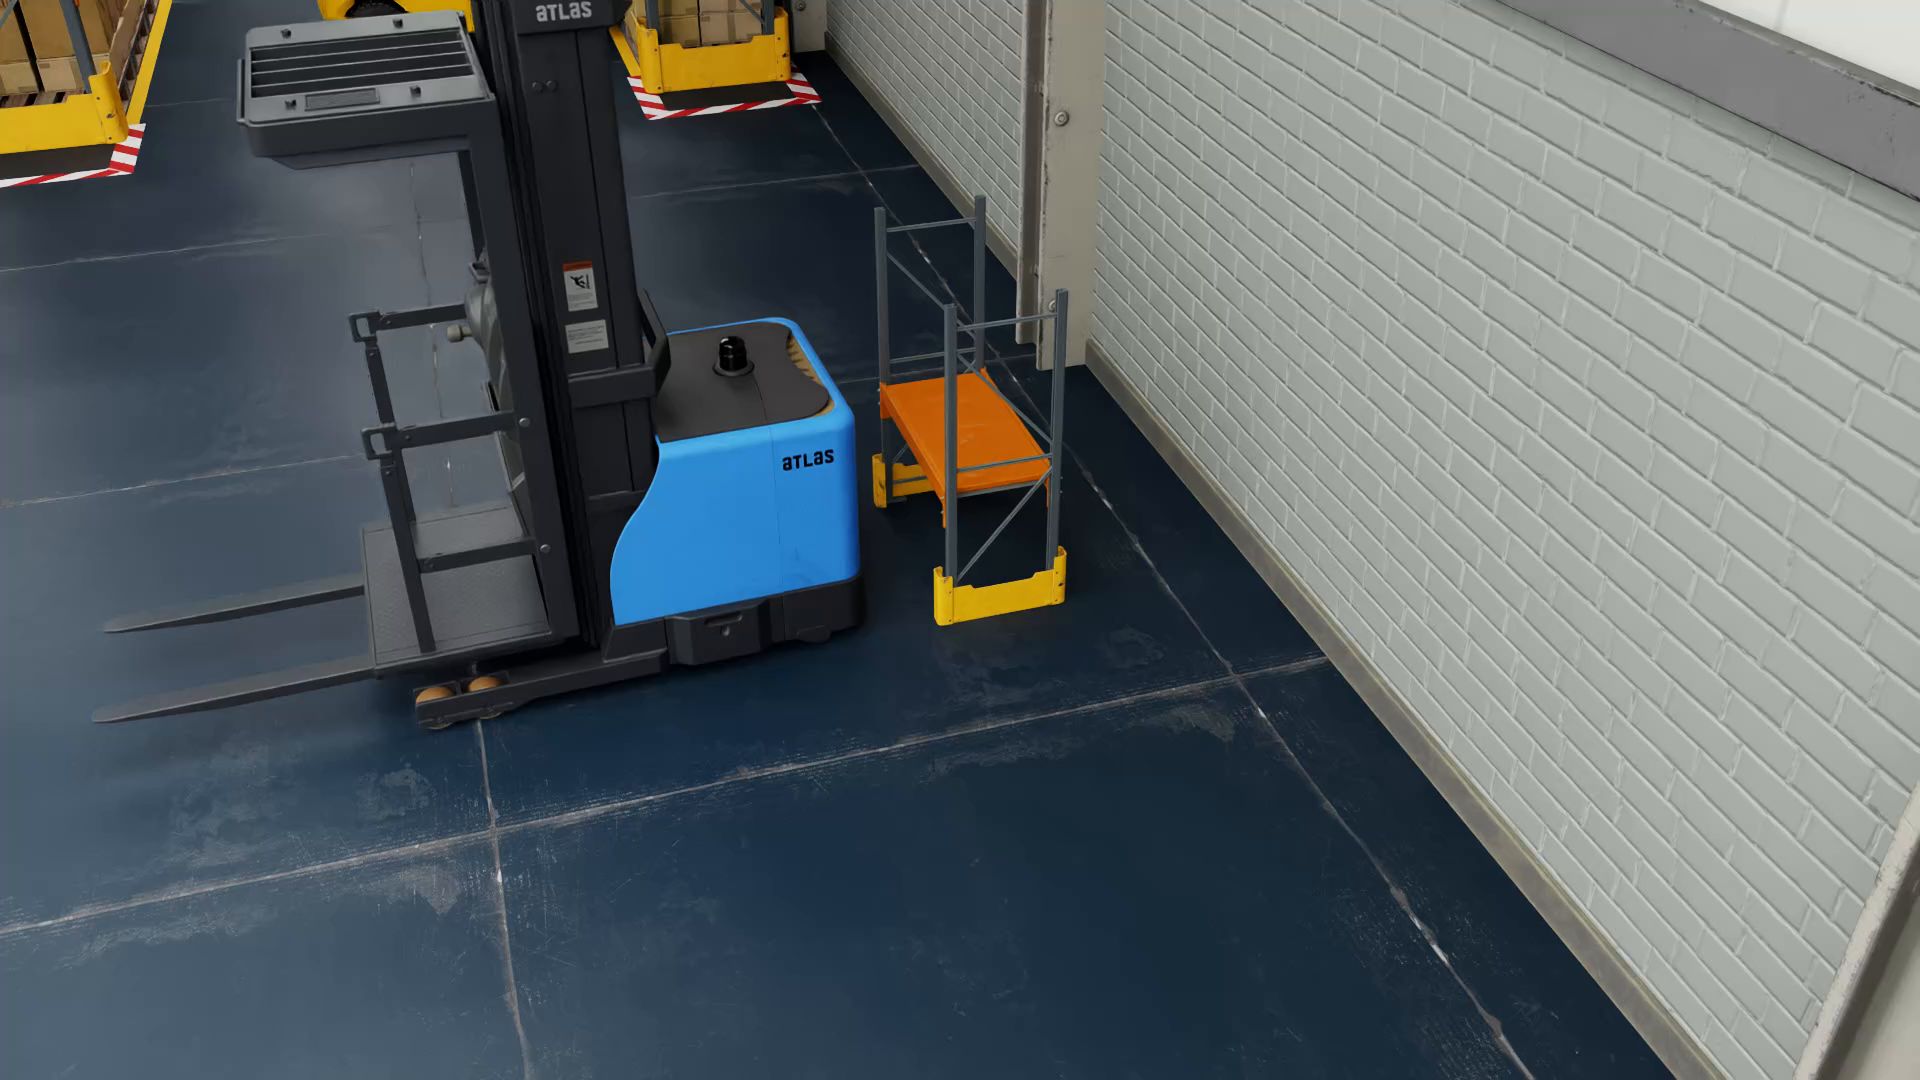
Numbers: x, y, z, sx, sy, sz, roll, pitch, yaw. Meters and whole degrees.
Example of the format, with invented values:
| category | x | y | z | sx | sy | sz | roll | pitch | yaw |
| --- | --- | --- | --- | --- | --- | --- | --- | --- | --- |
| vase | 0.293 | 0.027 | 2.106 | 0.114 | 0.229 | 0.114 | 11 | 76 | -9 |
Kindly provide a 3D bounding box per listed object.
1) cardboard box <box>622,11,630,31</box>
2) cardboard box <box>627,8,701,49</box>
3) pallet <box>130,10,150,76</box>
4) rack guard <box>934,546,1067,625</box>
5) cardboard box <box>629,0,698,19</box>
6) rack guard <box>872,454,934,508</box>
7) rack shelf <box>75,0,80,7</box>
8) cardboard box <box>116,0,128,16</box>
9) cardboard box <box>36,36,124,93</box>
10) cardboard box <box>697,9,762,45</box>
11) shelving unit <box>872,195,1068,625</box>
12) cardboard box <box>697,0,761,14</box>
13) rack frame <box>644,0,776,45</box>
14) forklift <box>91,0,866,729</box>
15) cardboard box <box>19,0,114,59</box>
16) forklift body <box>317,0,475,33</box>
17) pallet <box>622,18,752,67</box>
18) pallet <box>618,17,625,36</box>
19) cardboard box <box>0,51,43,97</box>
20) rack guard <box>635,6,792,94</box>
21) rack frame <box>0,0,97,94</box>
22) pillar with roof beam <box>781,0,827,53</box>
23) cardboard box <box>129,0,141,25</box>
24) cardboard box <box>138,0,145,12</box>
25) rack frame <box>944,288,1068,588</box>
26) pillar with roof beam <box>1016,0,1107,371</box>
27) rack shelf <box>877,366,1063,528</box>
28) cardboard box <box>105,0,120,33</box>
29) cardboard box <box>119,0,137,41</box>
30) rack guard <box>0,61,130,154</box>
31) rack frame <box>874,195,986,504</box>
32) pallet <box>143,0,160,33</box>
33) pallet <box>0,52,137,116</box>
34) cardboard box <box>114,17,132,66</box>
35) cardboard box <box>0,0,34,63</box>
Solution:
| category | x | y | z | sx | sy | sz | roll | pitch | yaw |
| --- | --- | --- | --- | --- | --- | --- | --- | --- | --- |
| cardboard box | -2.541 | -4.431 | 13.848 | 0.500 | 0.250 | 0.500 | -10 | 35 | -15 |
| cardboard box | -2.399 | -4.168 | 13.451 | 0.500 | 0.250 | 0.500 | -10 | 35 | -14 |
| pallet | -7.286 | -4.059 | 13.700 | 1.003 | 0.211 | 1.213 | -10 | 35 | -15 |
| rack guard | 0.175 | 0.197 | 7.225 | 0.587 | 0.250 | 0.087 | -10 | 35 | -15 |
| cardboard box | -2.401 | -4.386 | 13.327 | 0.500 | 0.250 | 0.500 | -10 | 35 | -15 |
| rack guard | -0.129 | -0.326 | 8.016 | 0.587 | 0.250 | 0.087 | -10 | 35 | -15 |
| rack shelf | -7.290 | -4.860 | 13.037 | 1.077 | 0.370 | 4.000 | -10 | 35 | -15 |
| cardboard box | -6.980 | -4.472 | 13.230 | 0.500 | 0.500 | 0.500 | -9 | 35 | -14 |
| cardboard box | -6.663 | -3.608 | 12.603 | 0.500 | 0.250 | 0.500 | -10 | 35 | -15 |
| cardboard box | -1.918 | -4.266 | 13.598 | 0.500 | 0.250 | 0.500 | -10 | 35 | -15 |
| shelving unit | 0.023 | -0.586 | 7.276 | 0.587 | 1.500 | 1.083 | -10 | 35 | -15 |
| cardboard box | -1.900 | -4.465 | 13.446 | 0.500 | 0.250 | 0.500 | -9 | 35 | -14 |
| rack frame | -1.954 | -4.947 | 12.515 | 1.000 | 3.000 | 0.127 | -10 | 35 | -15 |
| forklift | -1.978 | -0.800 | 6.303 | 3.031 | 2.935 | 1.130 | -11 | 35 | -16 |
| cardboard box | -6.671 | -3.933 | 12.415 | 0.500 | 0.500 | 0.500 | -11 | 35 | -16 |
| forklift body | -4.270 | -5.281 | 13.792 | 2.313 | 2.155 | 1.214 | -10 | 35 | -15 |
| pallet | -2.228 | -4.178 | 13.881 | 1.003 | 0.211 | 1.213 | -10 | 35 | -15 |
| pallet | -2.596 | -4.817 | 14.849 | 1.003 | 0.211 | 1.213 | -10 | 35 | -15 |
| cardboard box | -7.190 | -3.530 | 12.484 | 0.500 | 0.250 | 0.500 | -10 | 35 | -15 |
| rack guard | -1.947 | -3.891 | 13.185 | 1.175 | 0.500 | 0.348 | -10 | 35 | -15 |
| rack frame | -6.680 | -4.110 | 11.249 | 1.000 | 3.000 | 0.127 | -10 | 35 | -15 |
| pillar with roof beam | -5.408 | -7.243 | 10.548 | 9.100 | 9.000 | 0.400 | -10 | 35 | -15 |
| cardboard box | -7.142 | -4.427 | 13.843 | 0.500 | 0.250 | 0.500 | -9 | 35 | -14 |
| cardboard box | -7.292 | -4.695 | 14.248 | 0.500 | 0.250 | 0.500 | -11 | 35 | -16 |
| rack frame | 0.181 | -0.314 | 6.865 | 0.500 | 1.500 | 0.032 | -10 | 35 | -15 |
| pillar with roof beam | -3.578 | -4.093 | 5.781 | 9.100 | 9.000 | 0.400 | -10 | 35 | -15 |
| rack shelf | 0.026 | -0.431 | 7.368 | 0.538 | 0.185 | 1.000 | -10 | 35 | -15 |
| cardboard box | -6.835 | -4.207 | 12.829 | 0.500 | 0.500 | 0.500 | -11 | 35 | -17 |
| cardboard box | -6.990 | -4.162 | 13.441 | 0.500 | 0.250 | 0.500 | -8 | 34 | -12 |
| rack guard | -6.704 | -3.107 | 11.999 | 1.175 | 0.500 | 0.348 | -10 | 35 | -15 |
| rack frame | -0.129 | -0.848 | 7.673 | 0.500 | 1.500 | 0.032 | -10 | 35 | -15 |
| pallet | -7.662 | -4.700 | 14.672 | 1.003 | 0.211 | 1.213 | -10 | 35 | -15 |
| pallet | -6.918 | -3.419 | 12.733 | 1.003 | 0.211 | 1.213 | -10 | 35 | -15 |
| cardboard box | -6.812 | -3.877 | 13.010 | 0.500 | 0.250 | 0.500 | -9 | 34 | -13 |
| cardboard box | -7.173 | -3.828 | 12.255 | 0.500 | 0.500 | 0.500 | -10 | 35 | -14 |
